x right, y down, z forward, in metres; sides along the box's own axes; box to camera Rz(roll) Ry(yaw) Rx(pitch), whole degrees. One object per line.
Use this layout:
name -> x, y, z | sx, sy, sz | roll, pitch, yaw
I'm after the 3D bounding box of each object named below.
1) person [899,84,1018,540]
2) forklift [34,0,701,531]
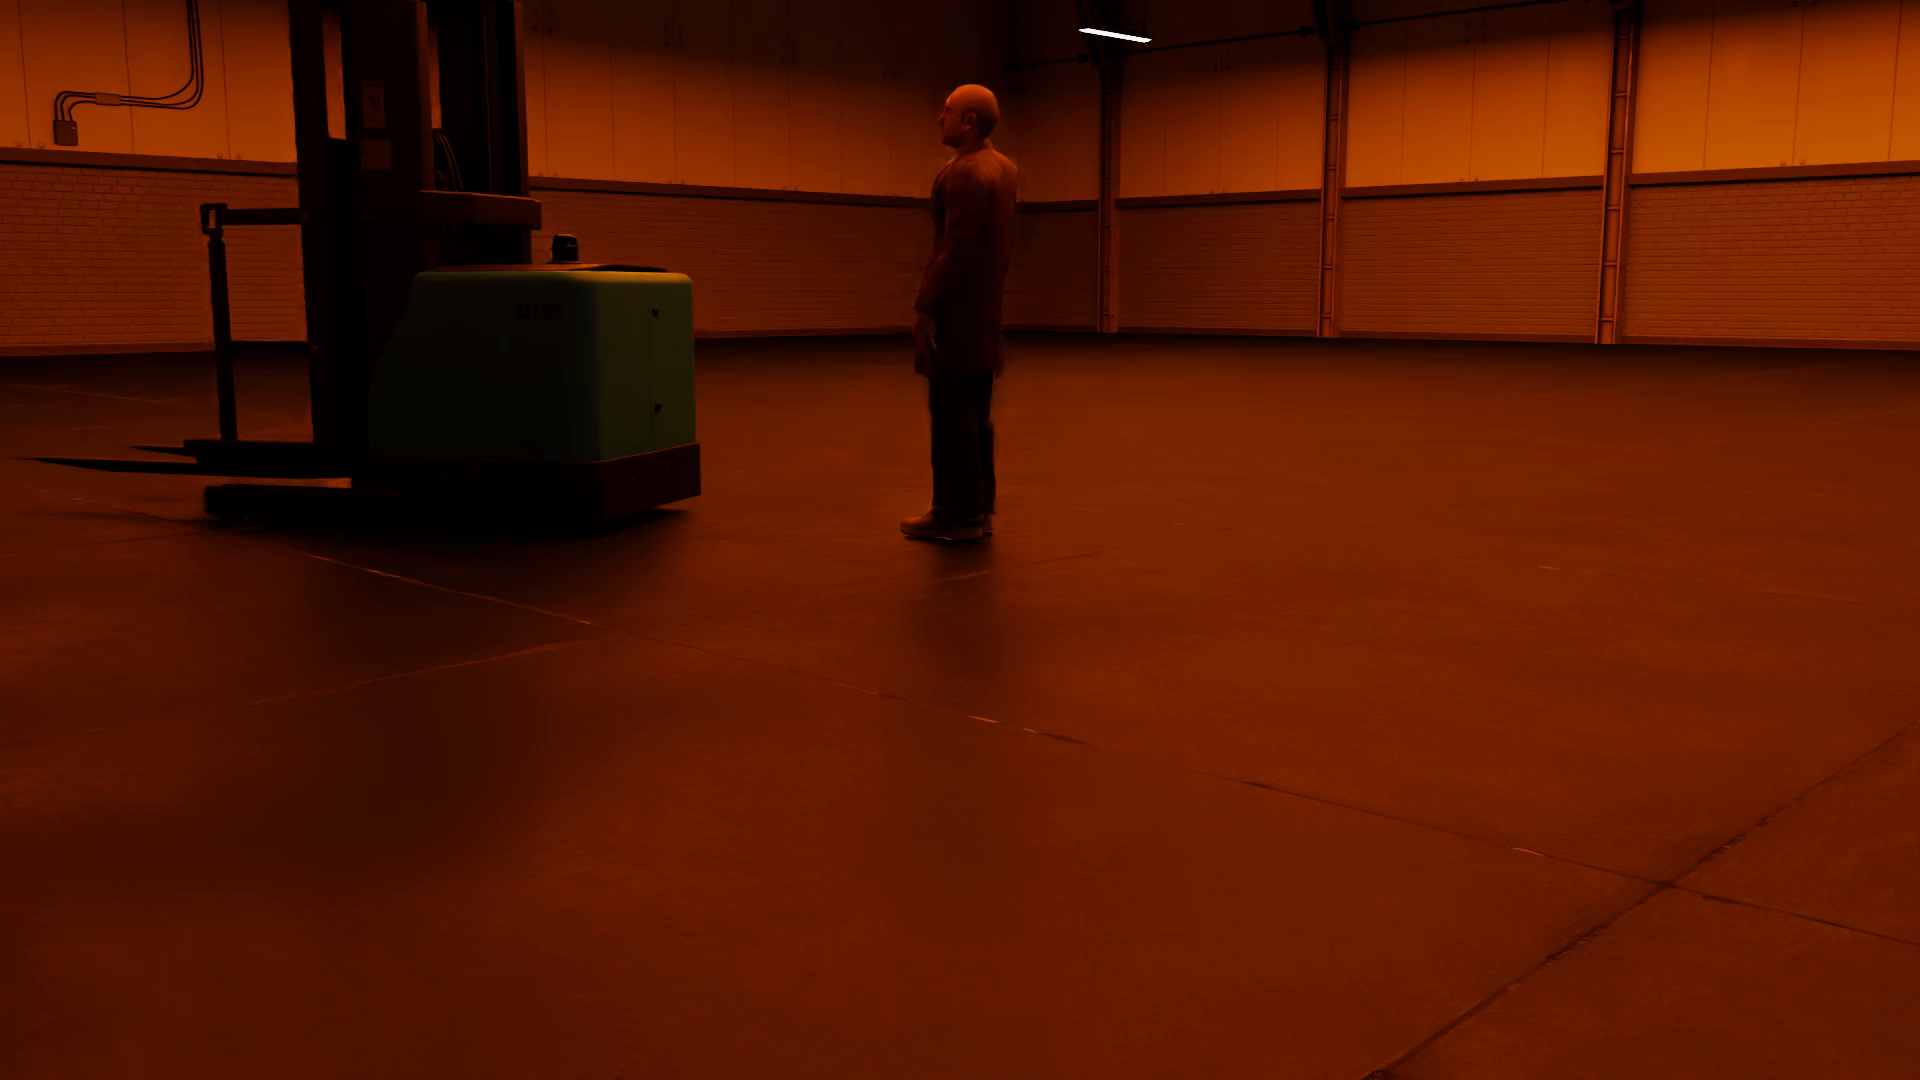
person -> -0.026, -0.889, 6.633 | 0.465, 1.779, 0.775 | 3, 9, 17
forklift -> -2.762, -1.588, 7.418 | 3.031, 2.935, 1.130 | 3, 9, 17
